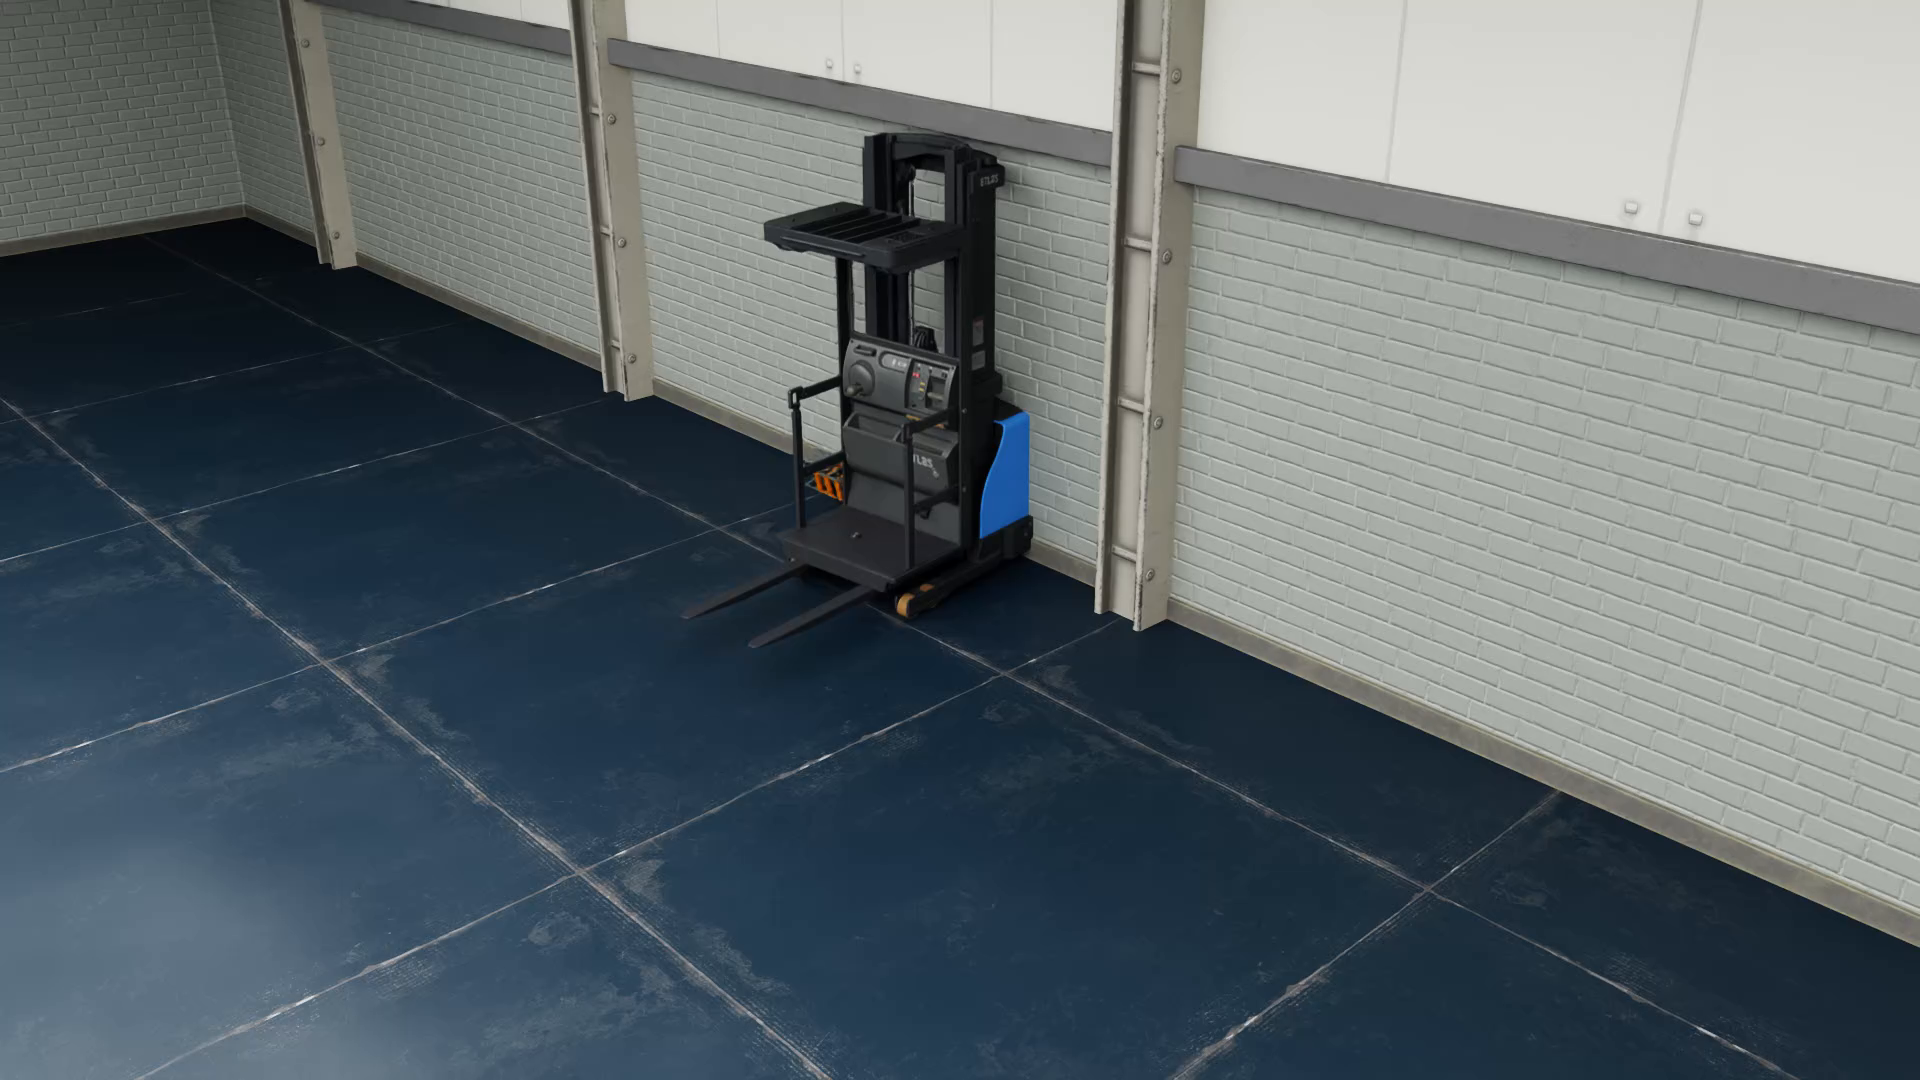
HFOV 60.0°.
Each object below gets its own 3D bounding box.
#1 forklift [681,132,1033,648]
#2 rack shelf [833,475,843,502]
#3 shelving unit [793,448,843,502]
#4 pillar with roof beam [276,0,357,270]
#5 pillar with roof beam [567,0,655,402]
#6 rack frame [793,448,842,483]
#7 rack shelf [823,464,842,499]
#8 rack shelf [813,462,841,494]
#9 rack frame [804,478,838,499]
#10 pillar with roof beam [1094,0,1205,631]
[{"bbox_3d":[-0.537,-1.049,10.816,1.130,2.935,3.031,19,31,35],"label":"forklift"},{"bbox_3d":[-0.829,-0.431,12.683,0.103,0.180,0.258,23,47,40],"label":"rack shelf"},{"bbox_3d":[-0.776,-0.408,12.634,1.200,0.189,0.258,23,47,40],"label":"shelving unit"},{"bbox_3d":[-10.211,-6.019,14.398,9.100,9.000,0.400,-21,32,-38],"label":"pillar with roof beam"},{"bbox_3d":[-6.110,-4.201,10.414,9.100,9.000,0.400,-21,32,-38],"label":"pillar with roof beam"},{"bbox_3d":[-0.792,-0.482,12.583,1.200,0.006,0.240,23,47,40],"label":"rack frame"},{"bbox_3d":[-0.914,-0.466,12.760,0.103,0.180,0.258,23,47,40],"label":"rack shelf"},{"bbox_3d":[-0.999,-0.501,12.837,0.103,0.180,0.258,23,47,40],"label":"rack shelf"},{"bbox_3d":[-0.760,-0.335,12.686,1.200,0.006,0.240,23,47,40],"label":"rack frame"},{"bbox_3d":[-2.009,-2.383,6.429,9.100,9.000,0.400,-21,32,-38],"label":"pillar with roof beam"}]
